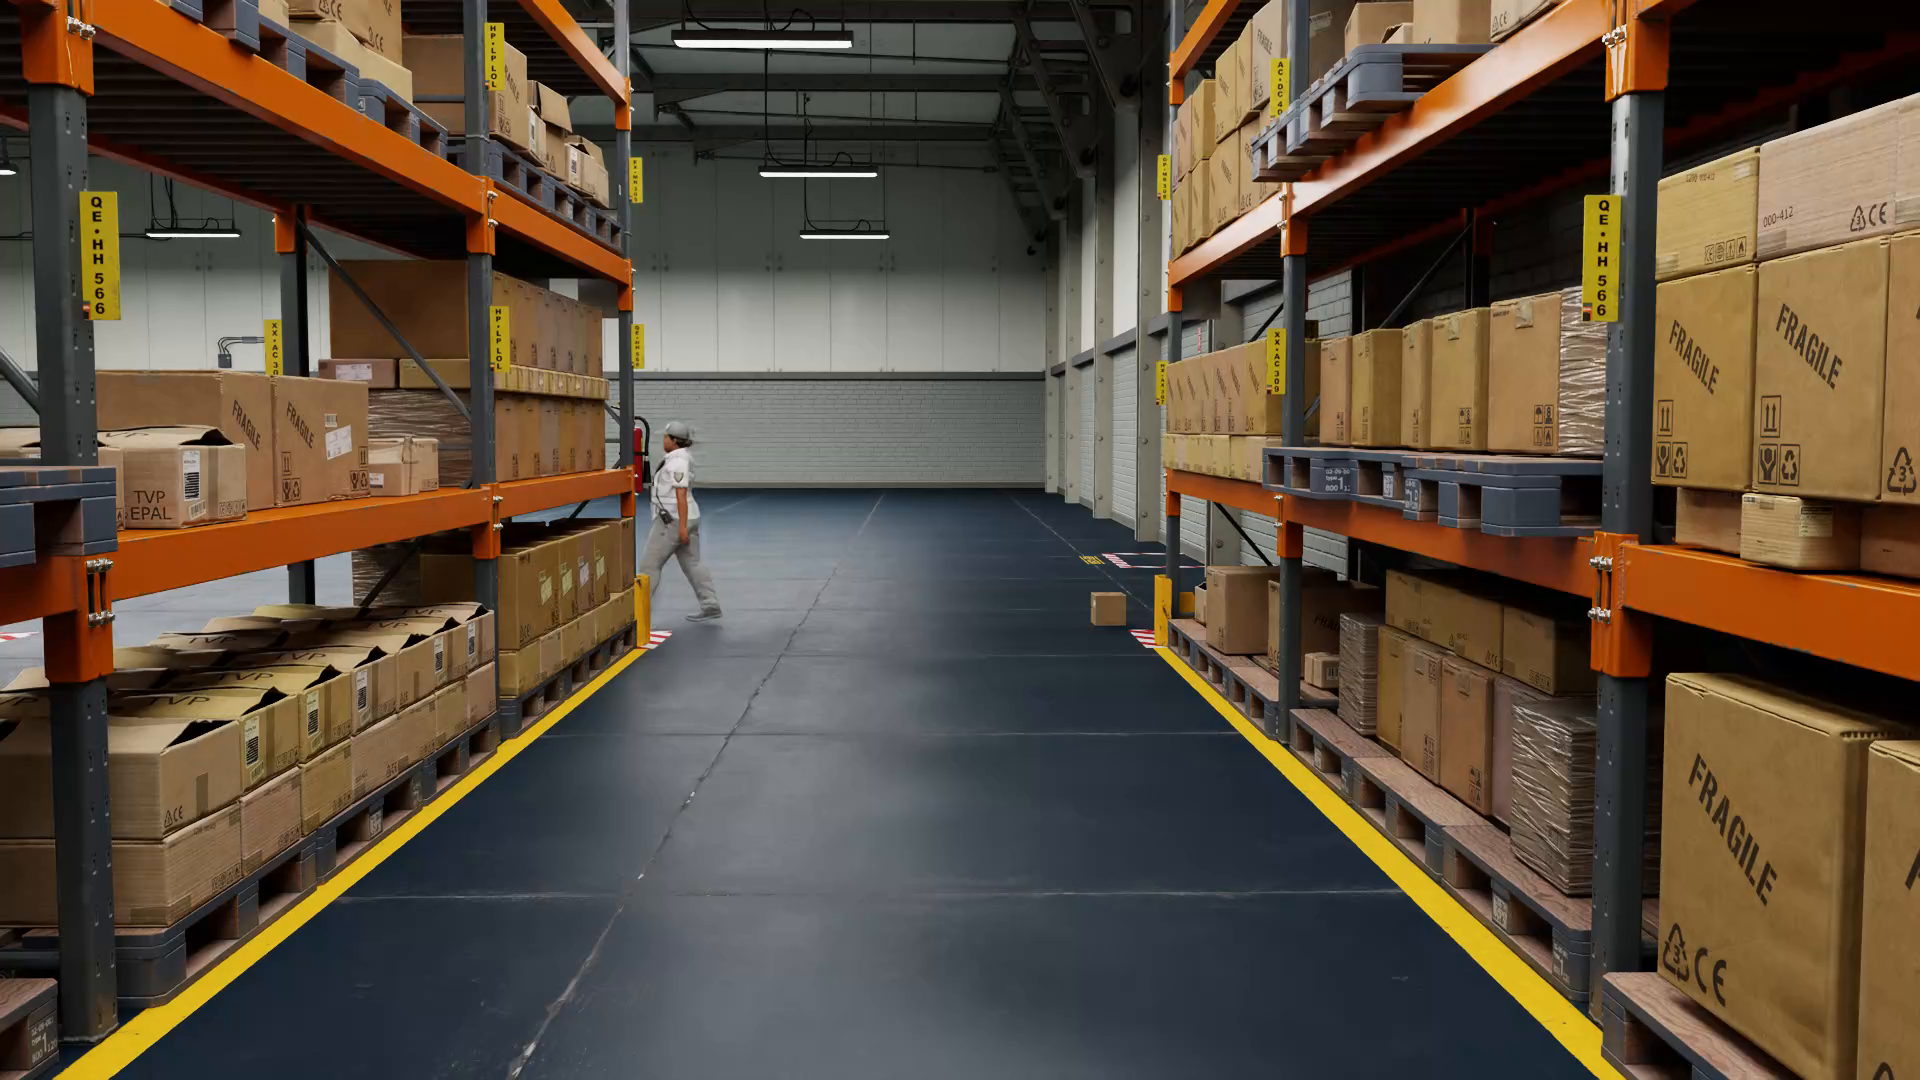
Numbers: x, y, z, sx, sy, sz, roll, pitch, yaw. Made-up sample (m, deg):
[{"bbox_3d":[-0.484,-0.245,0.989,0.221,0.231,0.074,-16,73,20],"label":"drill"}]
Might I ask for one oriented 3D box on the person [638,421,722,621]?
[{"bbox_3d":[-2.386,-0.138,13.458,0.890,1.641,0.508,0,4,3],"label":"person"}]
